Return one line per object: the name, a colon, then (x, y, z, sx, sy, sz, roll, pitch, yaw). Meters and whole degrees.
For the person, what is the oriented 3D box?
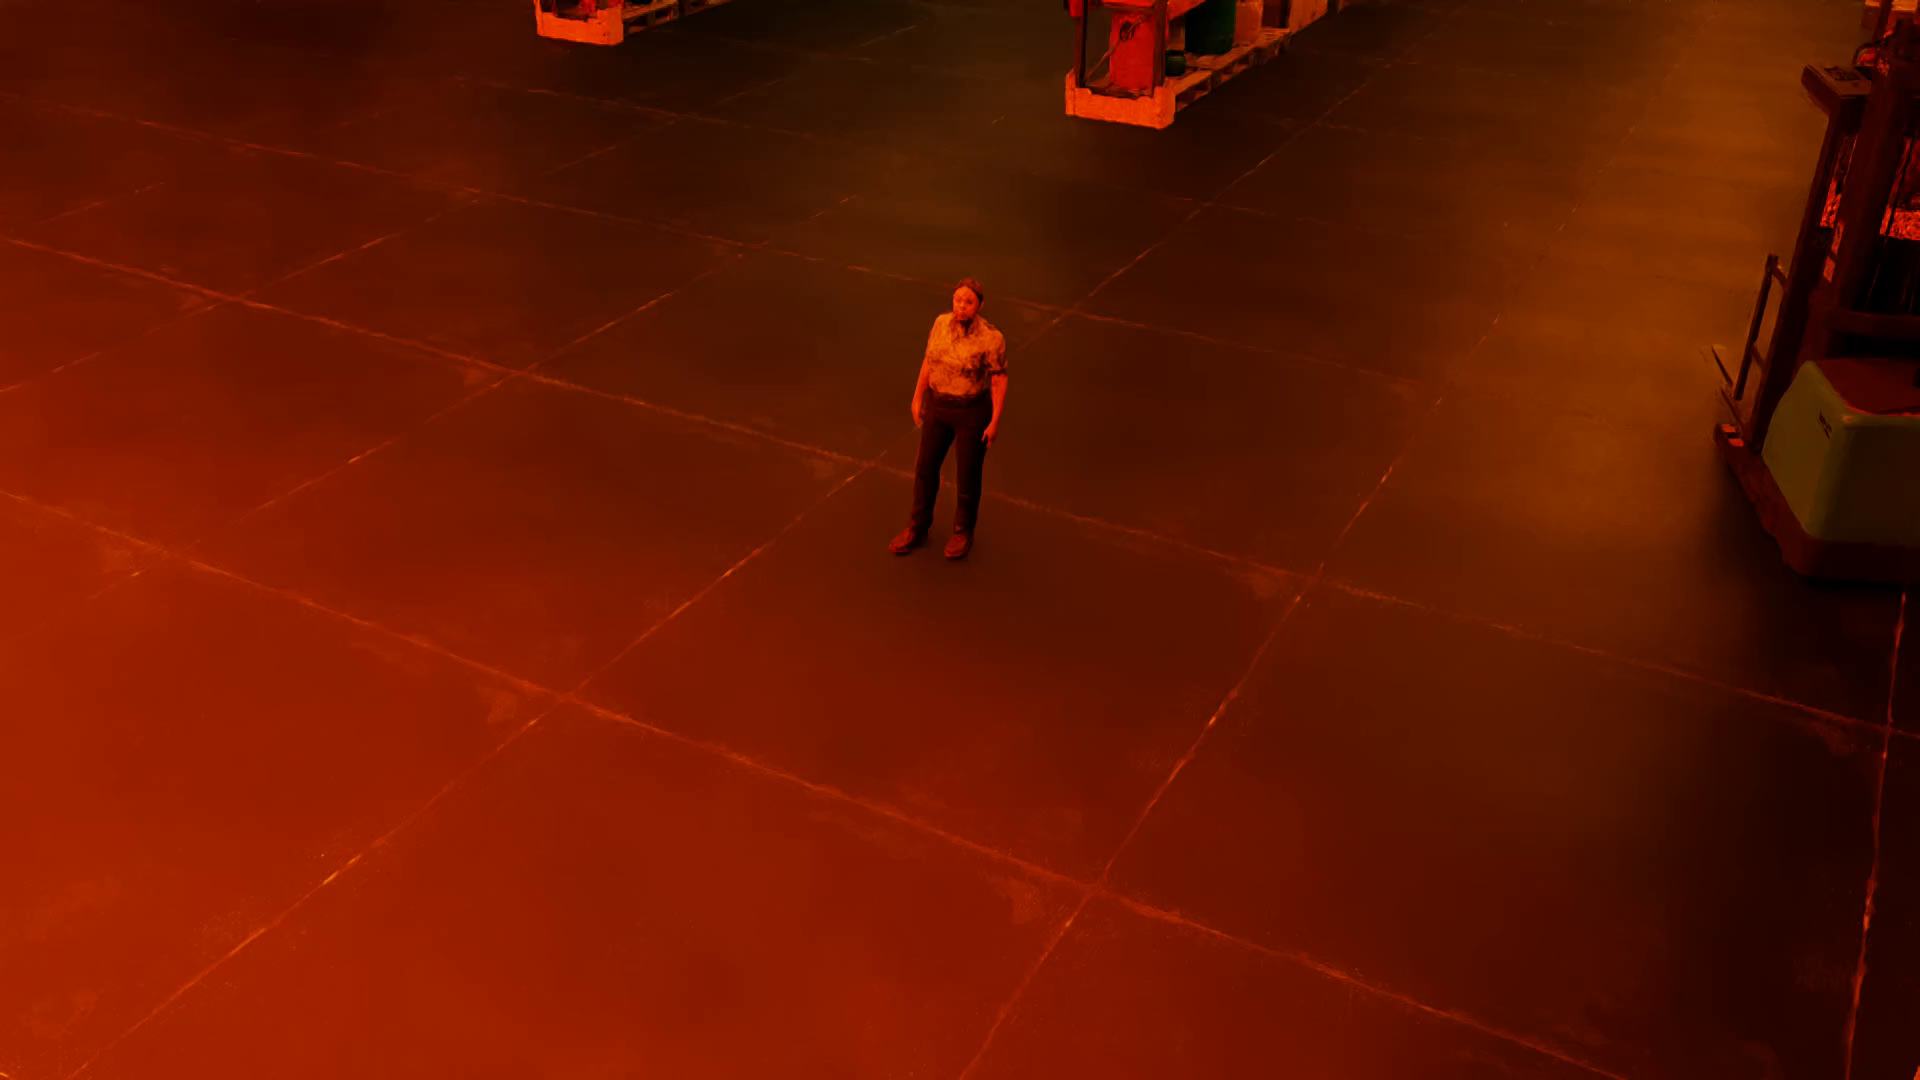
person: (-0.063, -0.686, 9.529, 0.599, 1.650, 0.502, 15, 33, 25)

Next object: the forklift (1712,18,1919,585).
forklift: (5.529, -1.709, 10.031, 1.130, 2.935, 3.031, 4, 30, 8)
